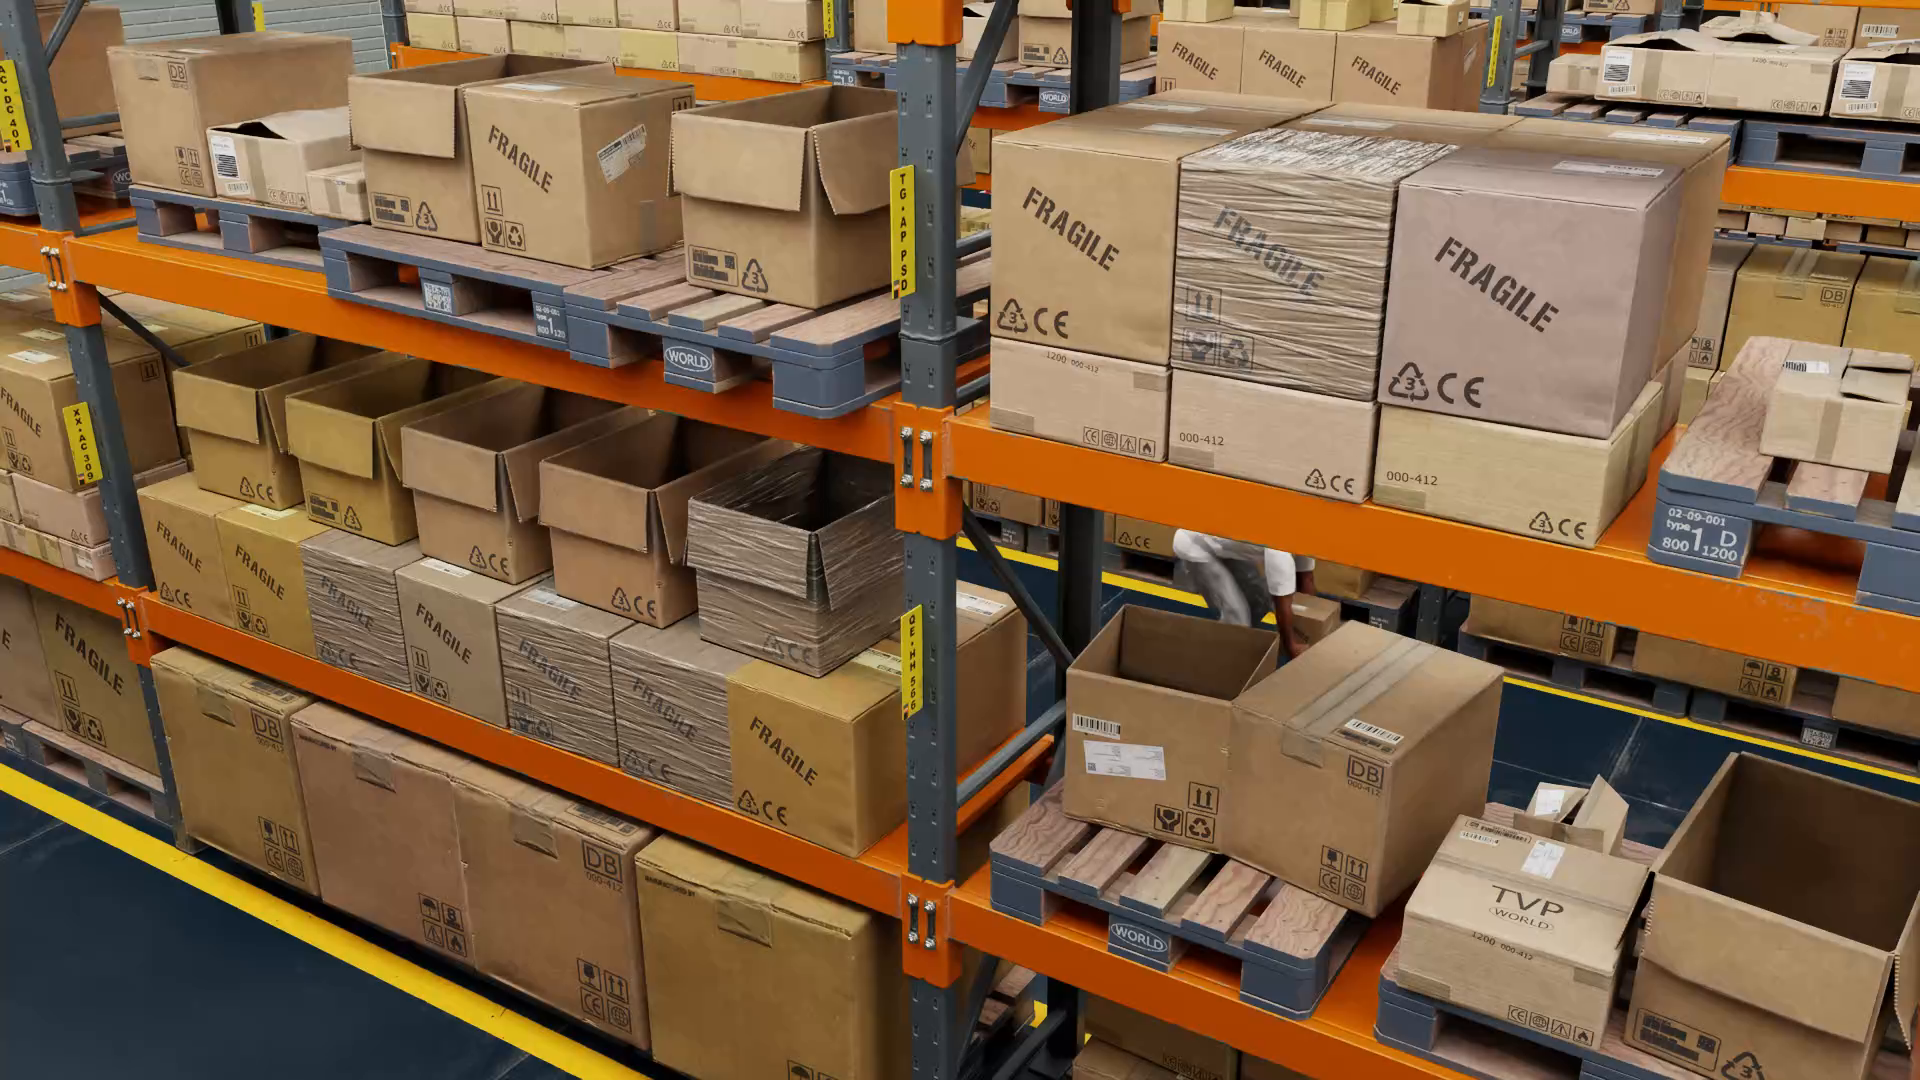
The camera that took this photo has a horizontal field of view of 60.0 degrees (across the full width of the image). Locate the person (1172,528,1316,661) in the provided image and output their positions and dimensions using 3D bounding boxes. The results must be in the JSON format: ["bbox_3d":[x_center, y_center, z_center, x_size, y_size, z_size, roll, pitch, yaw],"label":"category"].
[{"bbox_3d":[1.580,0.278,8.648,0.954,1.186,0.499,12,26,26],"label":"person"}]
